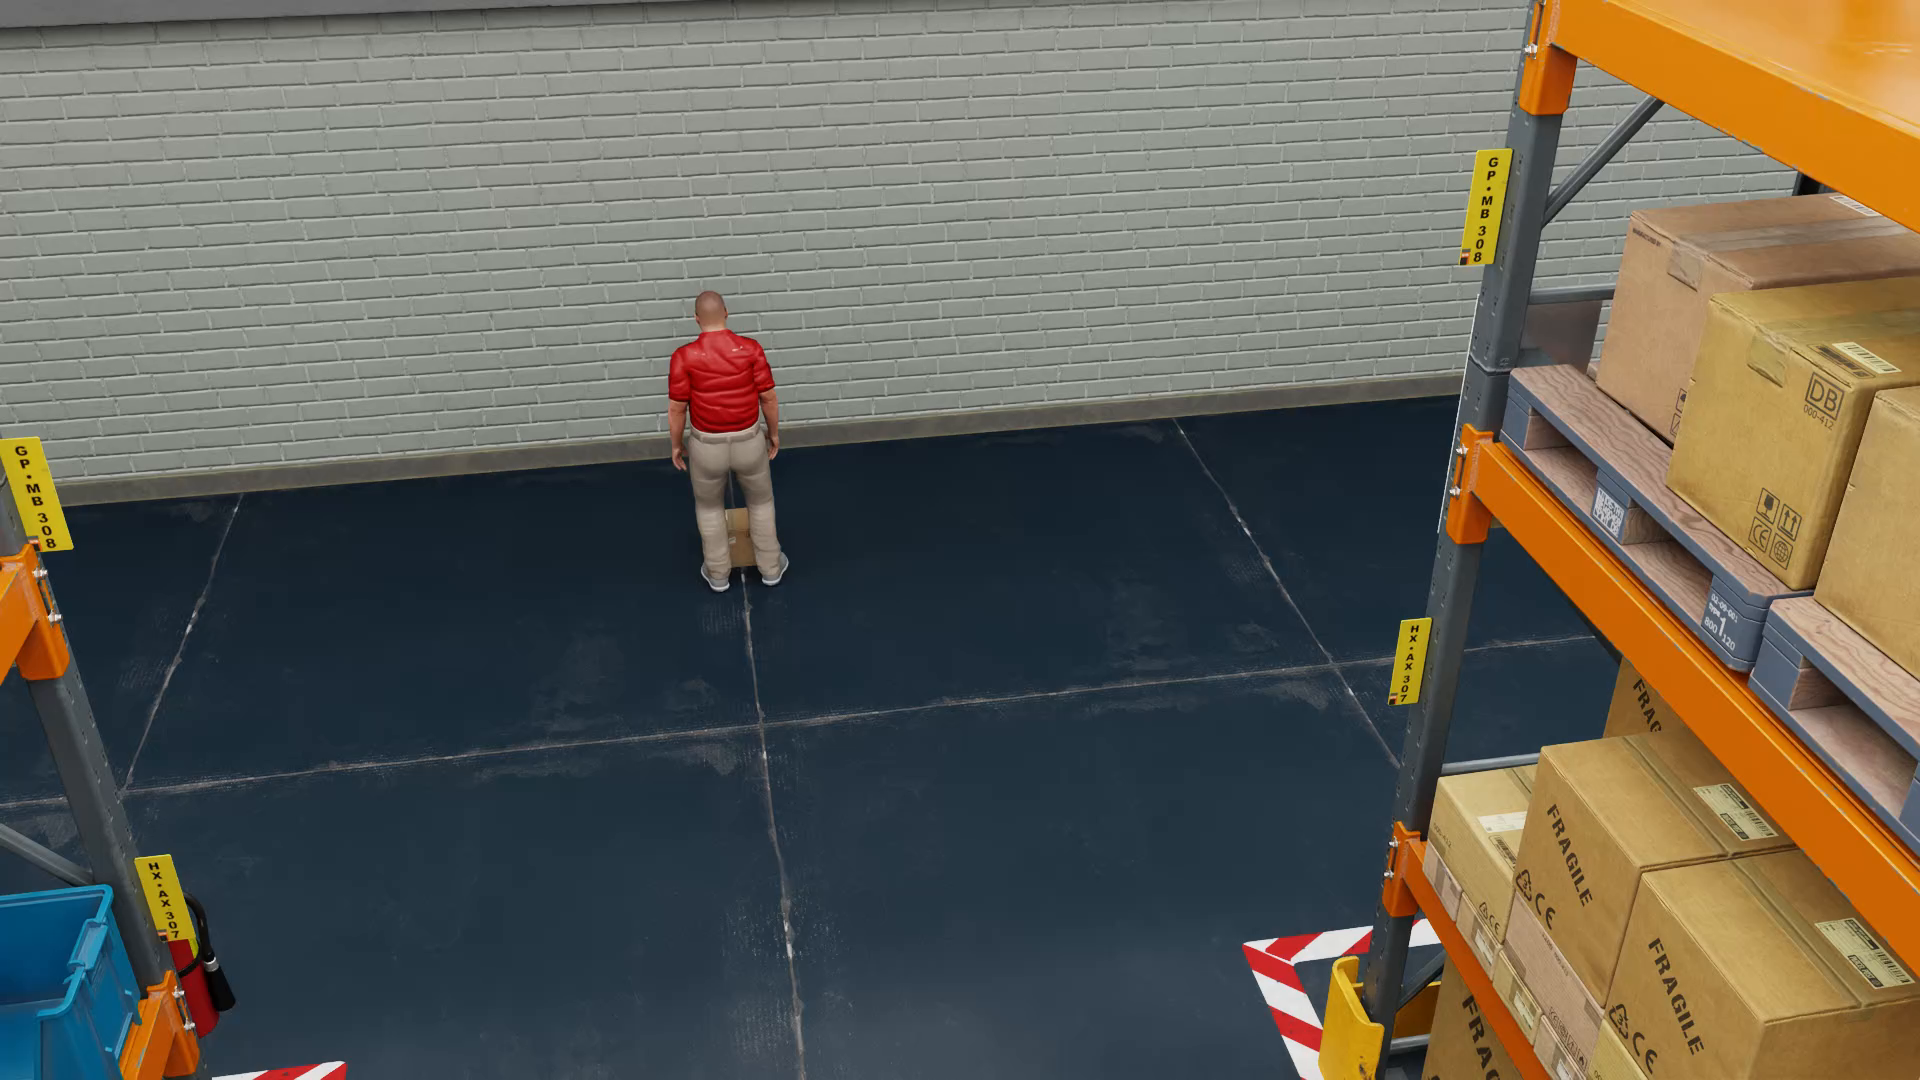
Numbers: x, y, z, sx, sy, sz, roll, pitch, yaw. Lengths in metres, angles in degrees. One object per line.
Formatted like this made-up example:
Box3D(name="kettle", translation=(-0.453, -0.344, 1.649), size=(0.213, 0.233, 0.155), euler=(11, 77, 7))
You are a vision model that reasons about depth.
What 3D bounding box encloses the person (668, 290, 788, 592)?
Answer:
Box3D(name="person", translation=(-1.266, -0.522, 9.036), size=(0.605, 1.728, 0.385), euler=(-7, 31, -11))
